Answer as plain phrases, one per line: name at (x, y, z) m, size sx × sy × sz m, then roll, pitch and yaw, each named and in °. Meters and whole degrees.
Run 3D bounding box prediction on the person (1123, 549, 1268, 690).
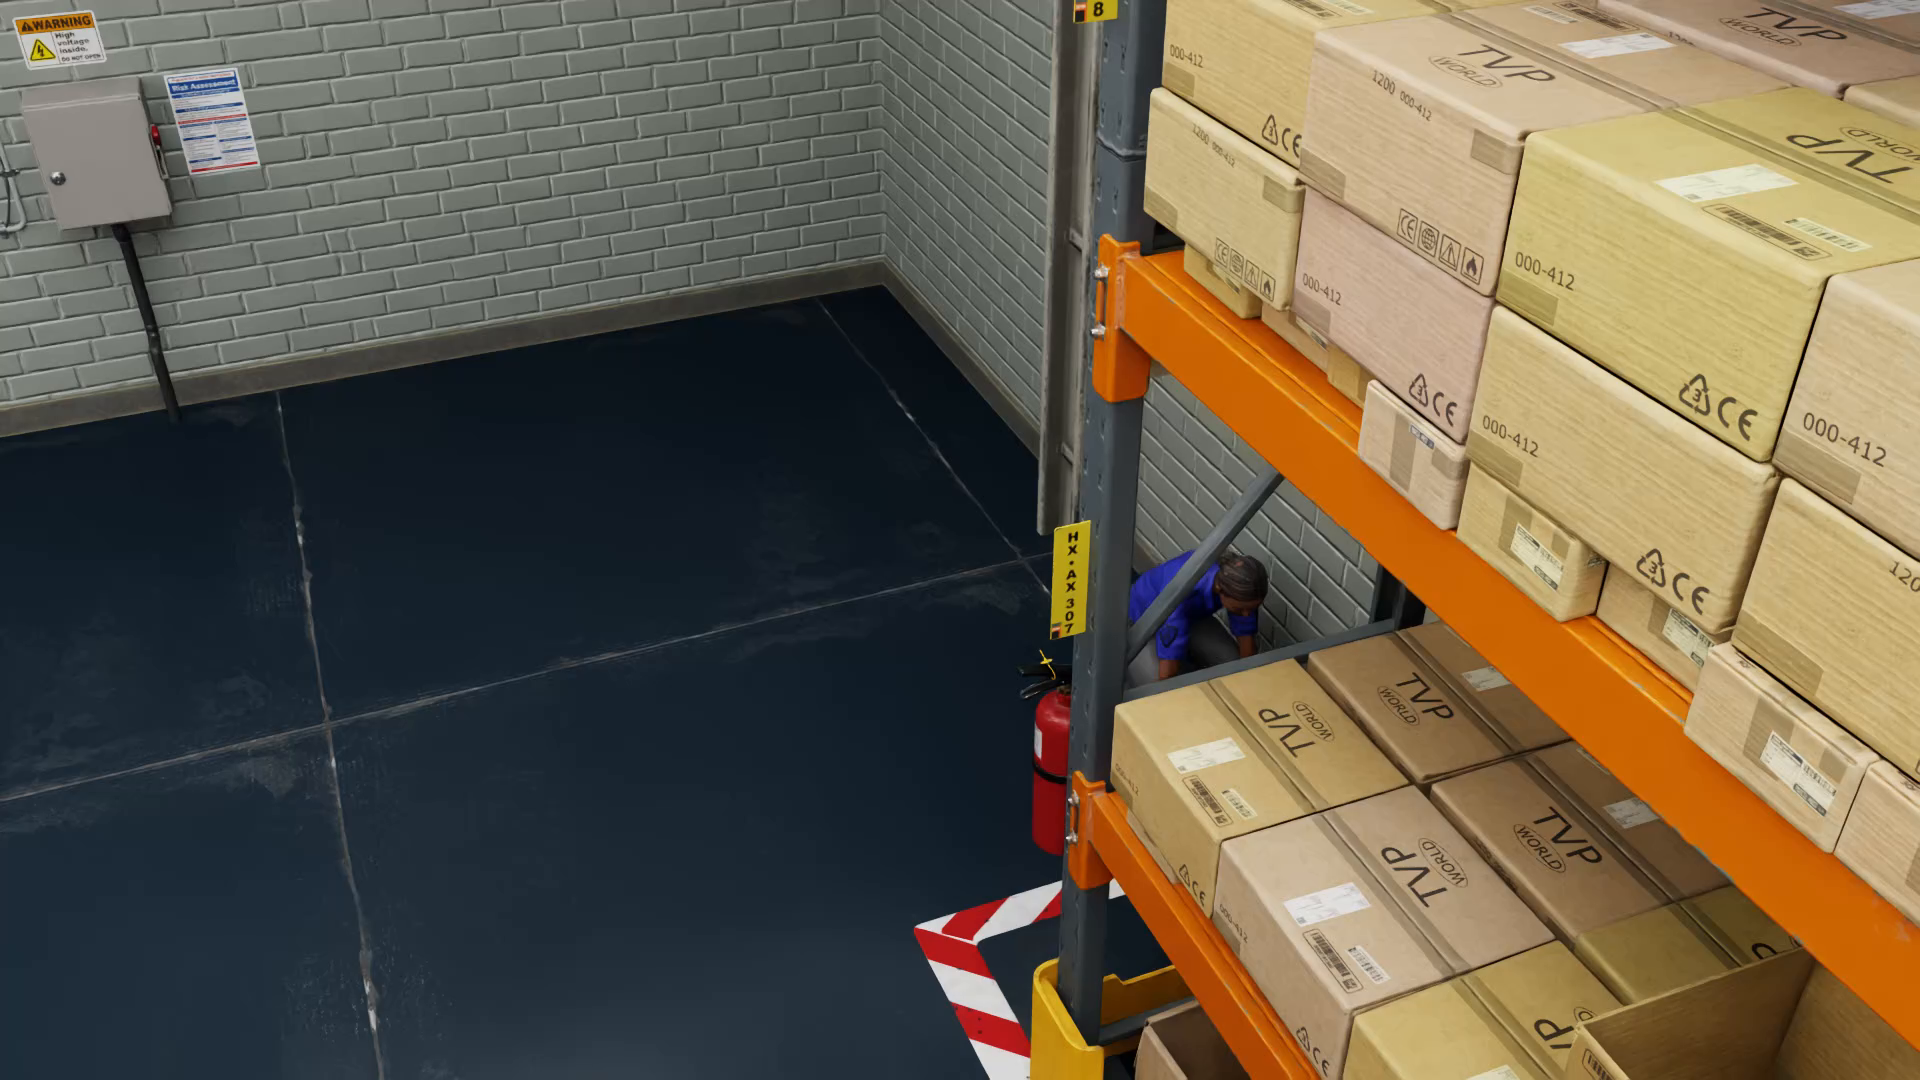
person at (0.858, 0.368, 6.233) m, size 0.463 × 0.965 × 0.790 m, roll -14°, pitch 36°, yaw -20°
